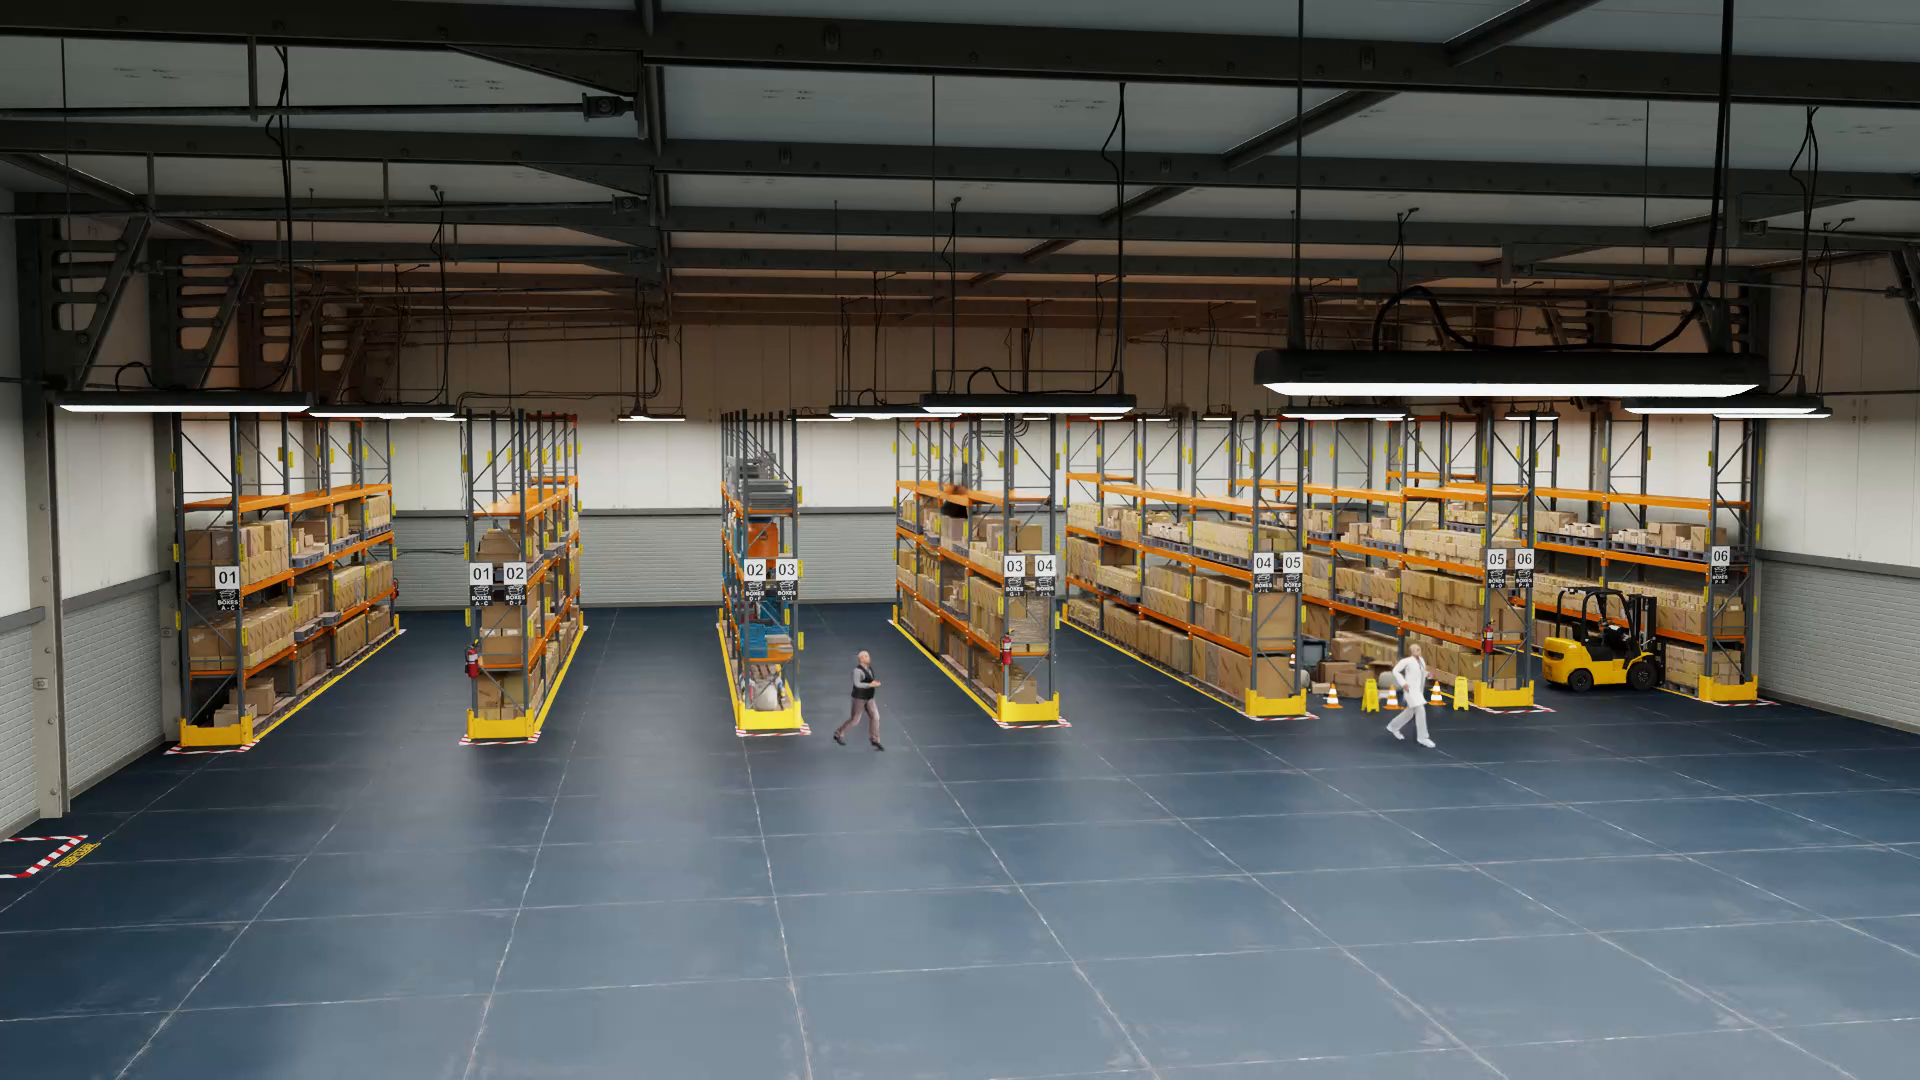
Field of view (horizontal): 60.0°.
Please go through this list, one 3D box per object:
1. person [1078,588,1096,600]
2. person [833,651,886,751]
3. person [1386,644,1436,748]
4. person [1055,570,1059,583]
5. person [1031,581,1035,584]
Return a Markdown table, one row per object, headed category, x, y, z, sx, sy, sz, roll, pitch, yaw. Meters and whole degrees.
| category | x | y | z | sx | sy | sz | roll | pitch | yaw |
| --- | --- | --- | --- | --- | --- | --- | --- | --- | --- |
| person | 3.748 | 1.354 | 49.889 | 0.927 | 1.741 | 0.698 | 2 | 5 | 31 |
| person | -1.755 | 2.823 | 29.237 | 0.939 | 1.761 | 0.664 | 2 | 4 | 26 |
| person | 8.110 | 2.753 | 29.769 | 0.980 | 1.814 | 0.680 | 3 | 5 | 41 |
| person | 2.523 | 1.419 | 49.108 | 0.769 | 1.831 | 0.729 | -3 | 5 | -36 |
| person | 2.081 | 1.674 | 46.621 | 0.601 | 1.606 | 0.515 | 0 | 4 | 0 |
